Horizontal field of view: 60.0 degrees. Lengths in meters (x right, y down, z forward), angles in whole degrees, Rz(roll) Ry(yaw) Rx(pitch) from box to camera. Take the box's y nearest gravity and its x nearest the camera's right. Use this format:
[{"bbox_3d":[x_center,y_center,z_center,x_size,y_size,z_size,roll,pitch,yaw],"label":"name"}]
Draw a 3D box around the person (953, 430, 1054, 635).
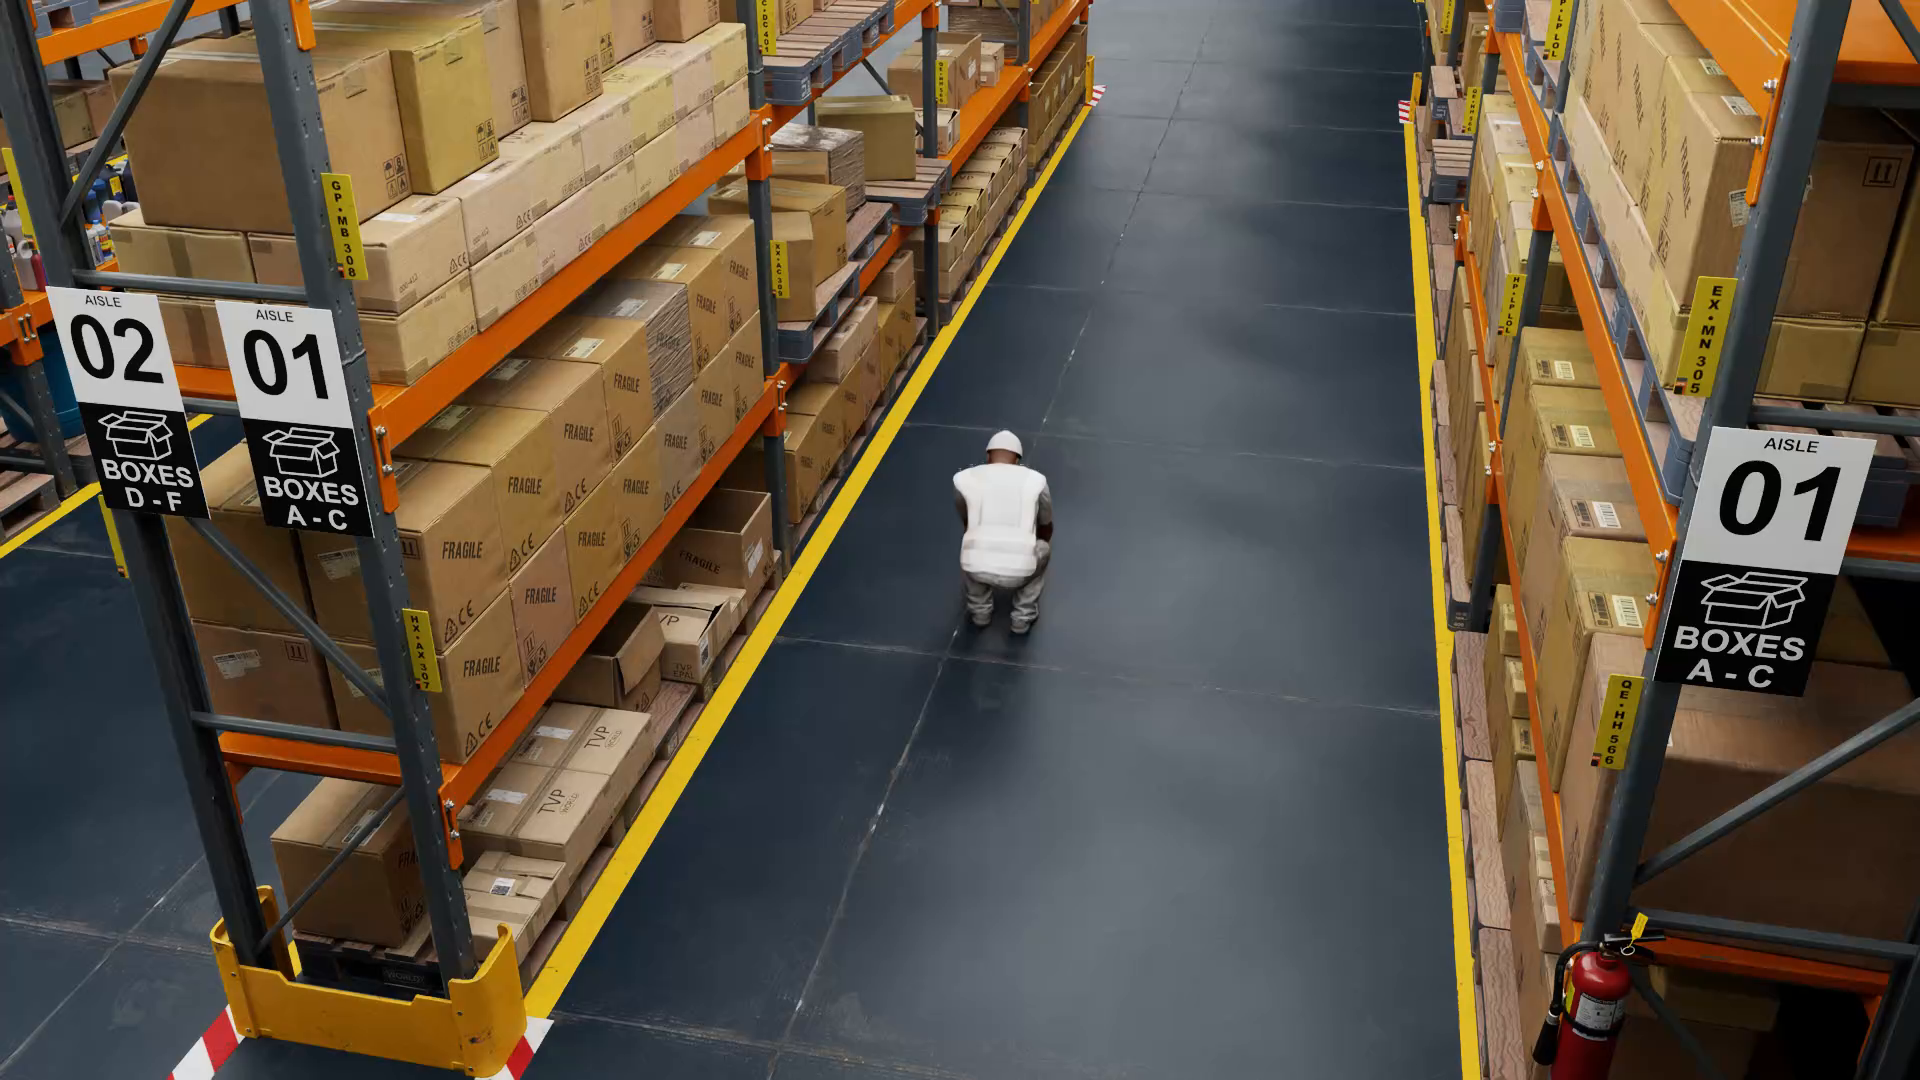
[{"bbox_3d":[0.232,-0.035,9.497,0.578,0.998,0.909,6,29,11],"label":"person"}]
